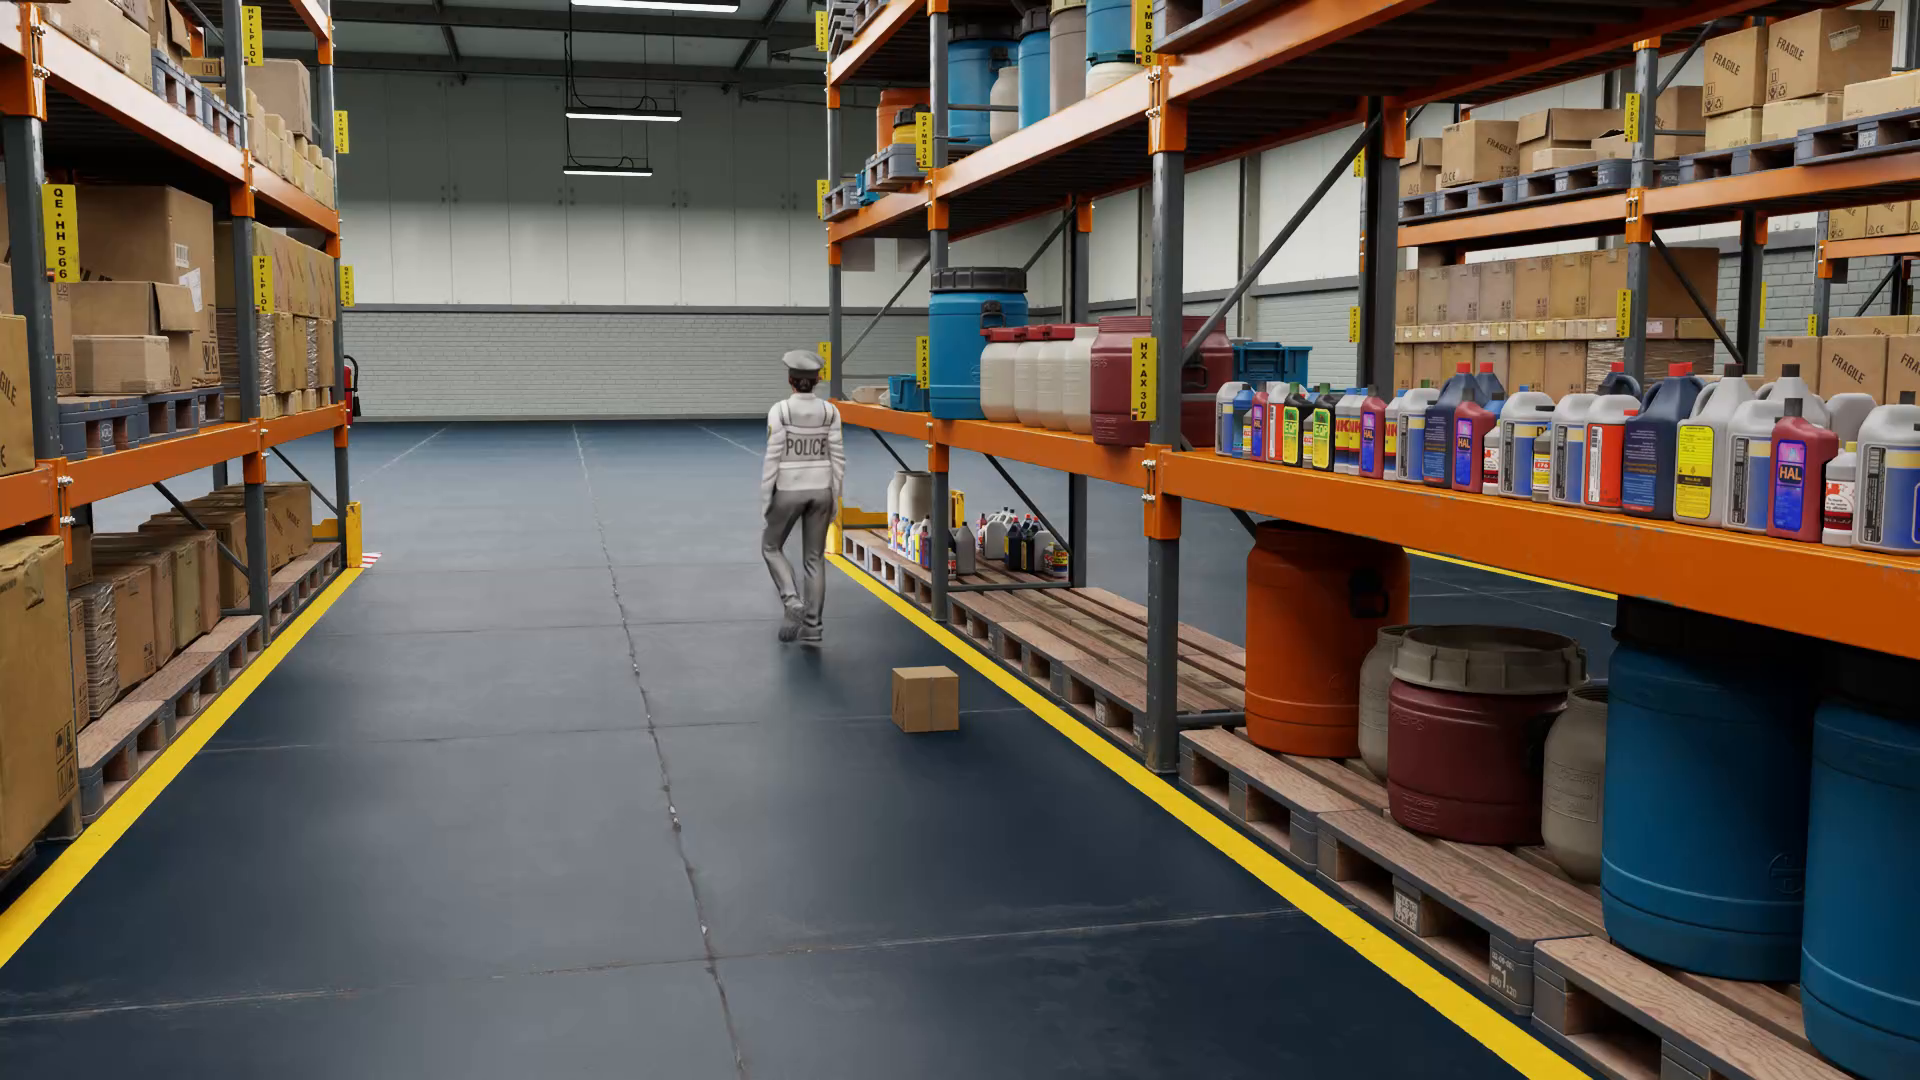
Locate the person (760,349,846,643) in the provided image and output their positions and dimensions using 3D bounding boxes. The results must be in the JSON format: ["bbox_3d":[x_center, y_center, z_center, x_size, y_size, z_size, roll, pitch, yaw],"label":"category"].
[{"bbox_3d":[-0.922,-0.253,9.610,0.518,1.689,0.437,-2,7,-21],"label":"person"}]
